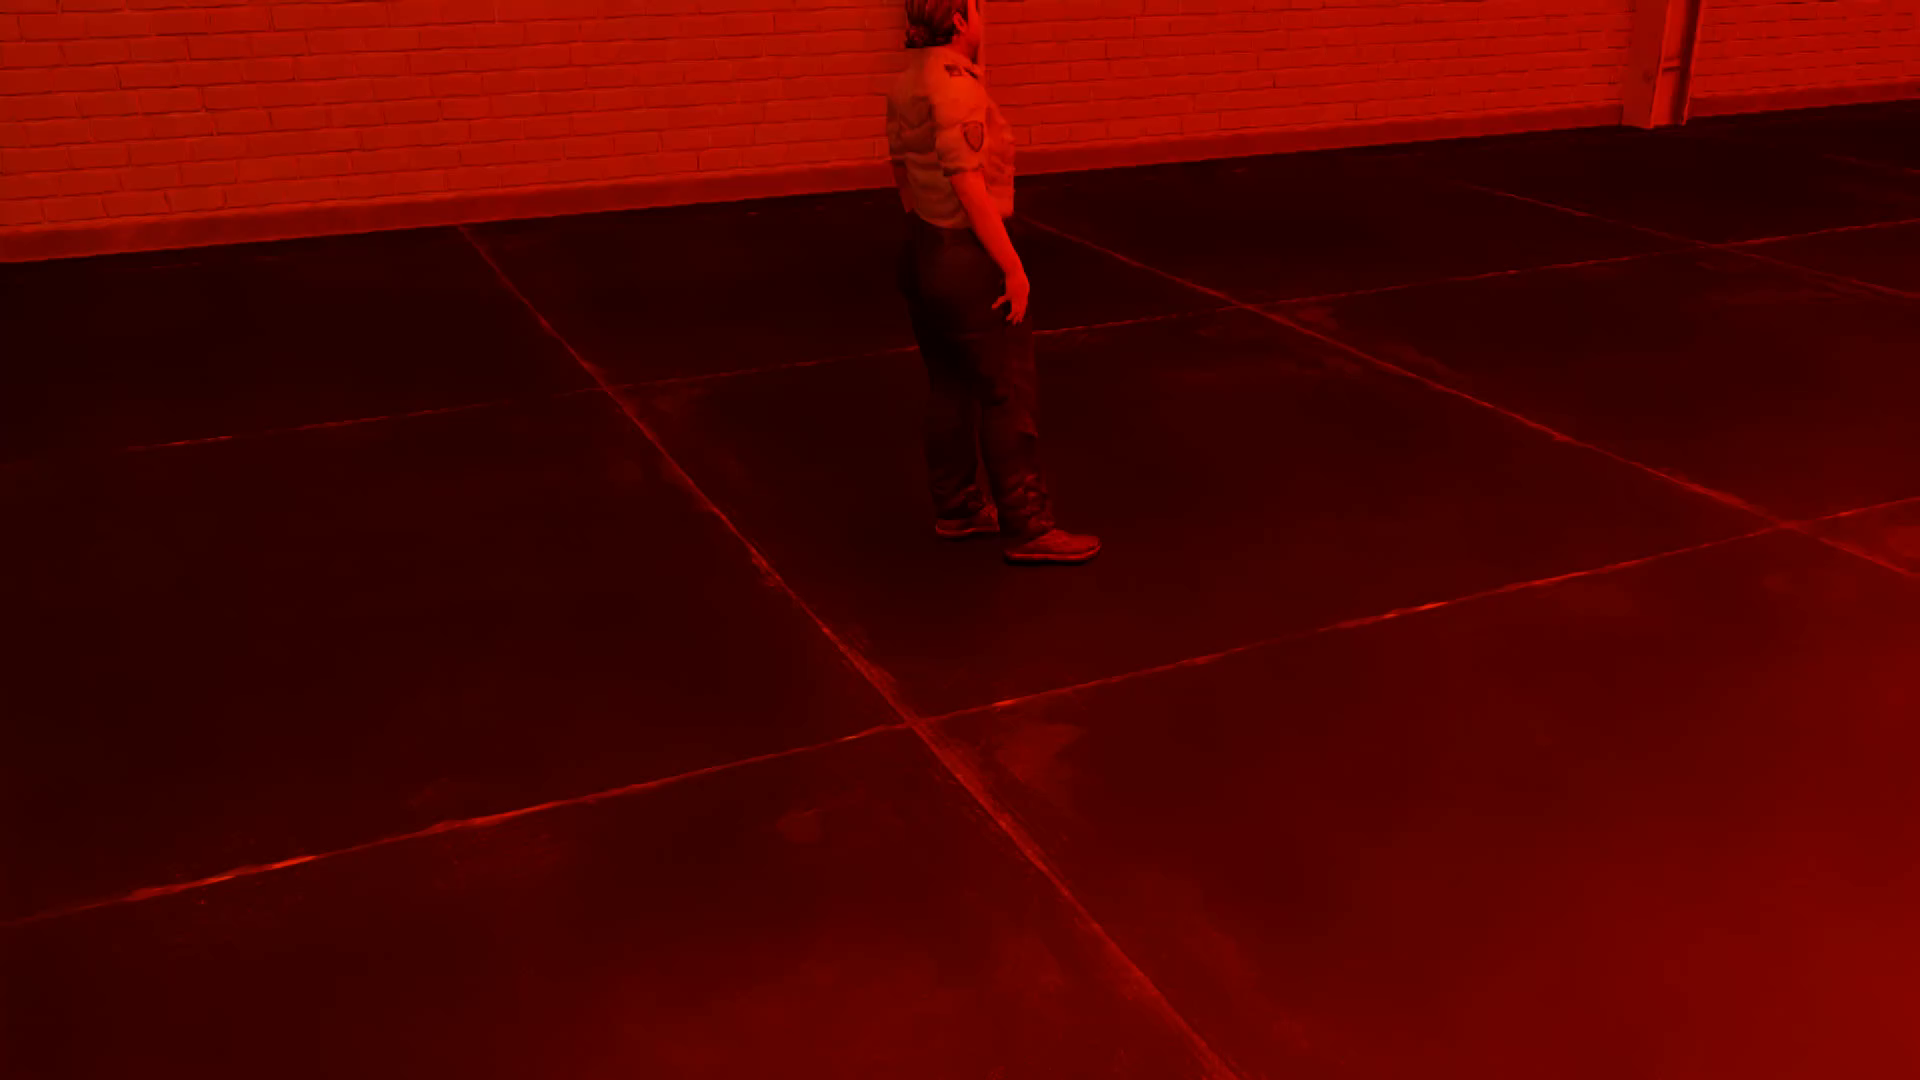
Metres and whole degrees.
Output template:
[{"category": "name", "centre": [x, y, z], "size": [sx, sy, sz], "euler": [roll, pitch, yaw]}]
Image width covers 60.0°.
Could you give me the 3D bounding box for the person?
[{"category": "person", "centre": [0.091, -0.774, 4.804], "size": [0.502, 1.650, 0.599], "euler": [-10, 25, -23]}]
